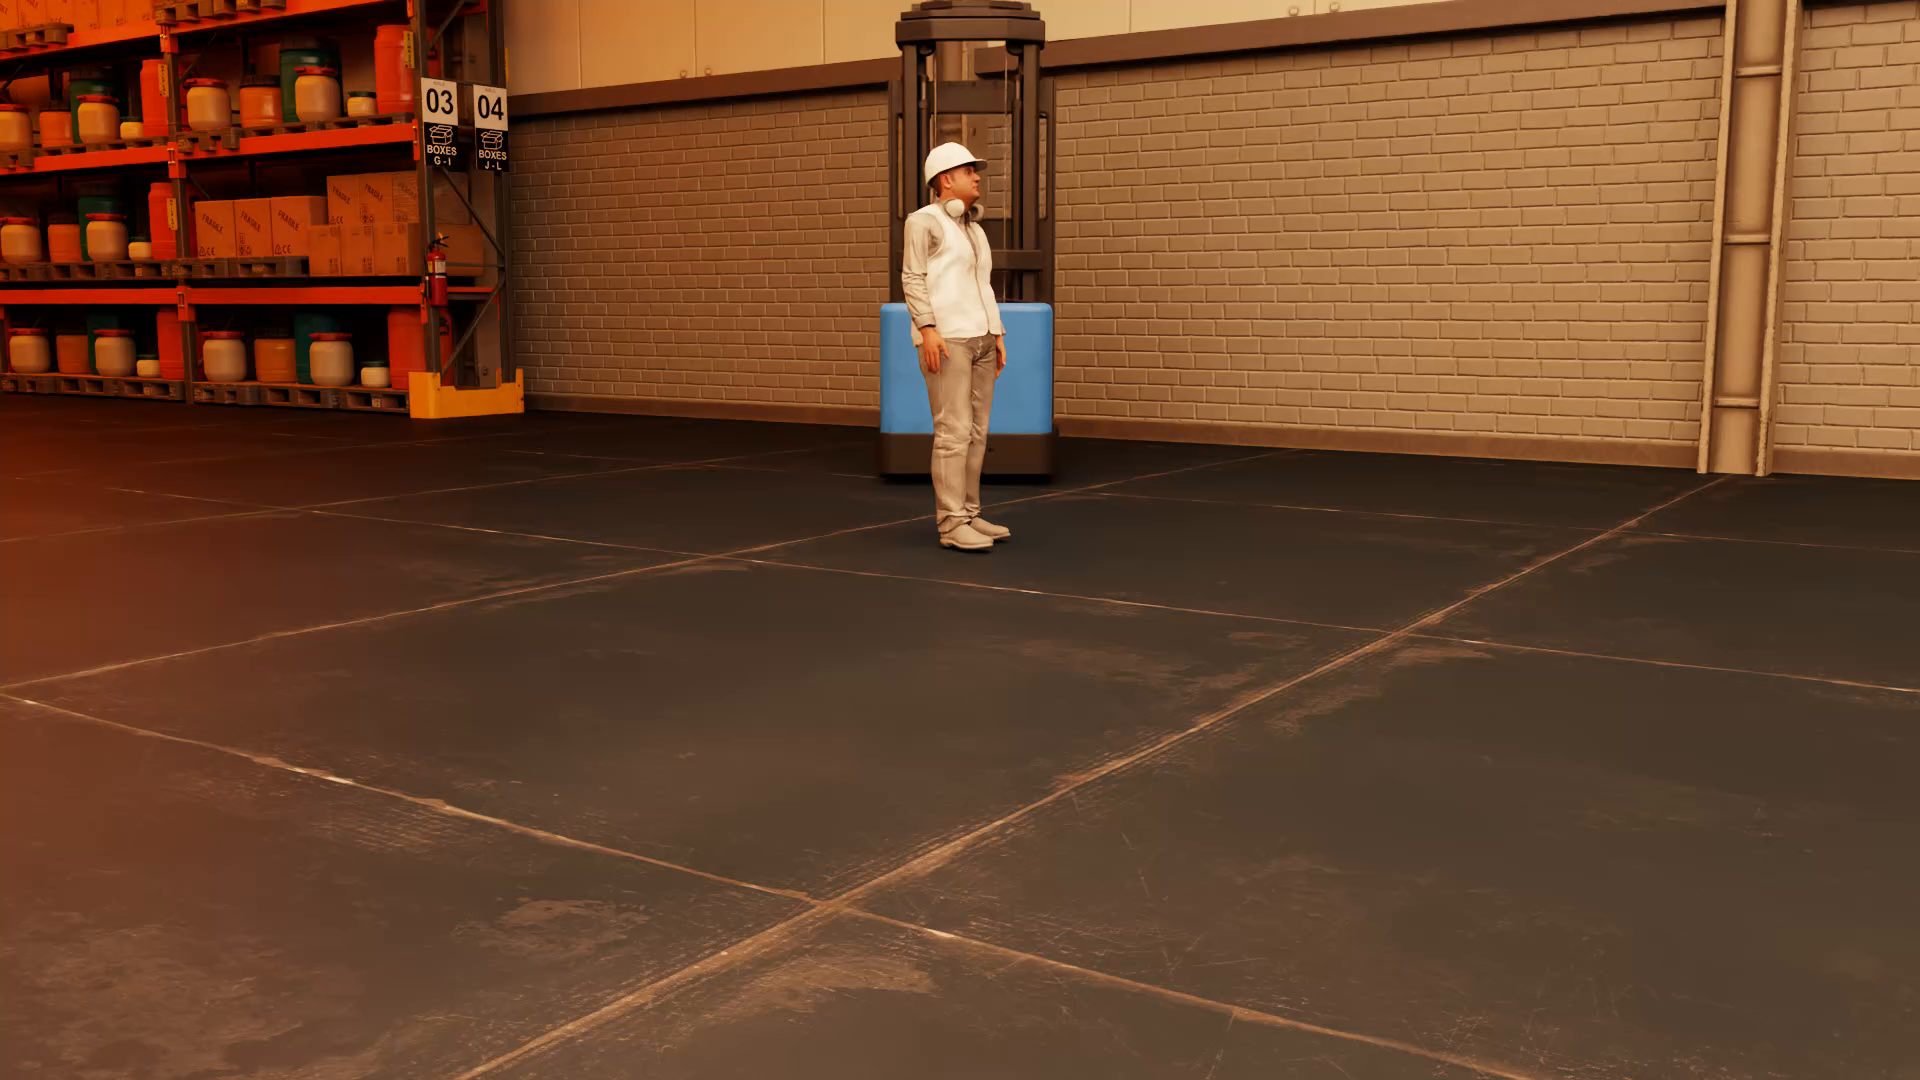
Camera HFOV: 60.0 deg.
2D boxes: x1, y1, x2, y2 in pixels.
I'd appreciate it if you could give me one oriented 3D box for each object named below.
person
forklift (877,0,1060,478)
[{"bbox_3d":[0.046,-0.879,7.434,0.566,1.775,0.626,5,10,34],"label":"person"},{"bbox_3d":[0.089,-1.981,11.121,1.130,2.935,3.031,0,8,2],"label":"forklift"}]
